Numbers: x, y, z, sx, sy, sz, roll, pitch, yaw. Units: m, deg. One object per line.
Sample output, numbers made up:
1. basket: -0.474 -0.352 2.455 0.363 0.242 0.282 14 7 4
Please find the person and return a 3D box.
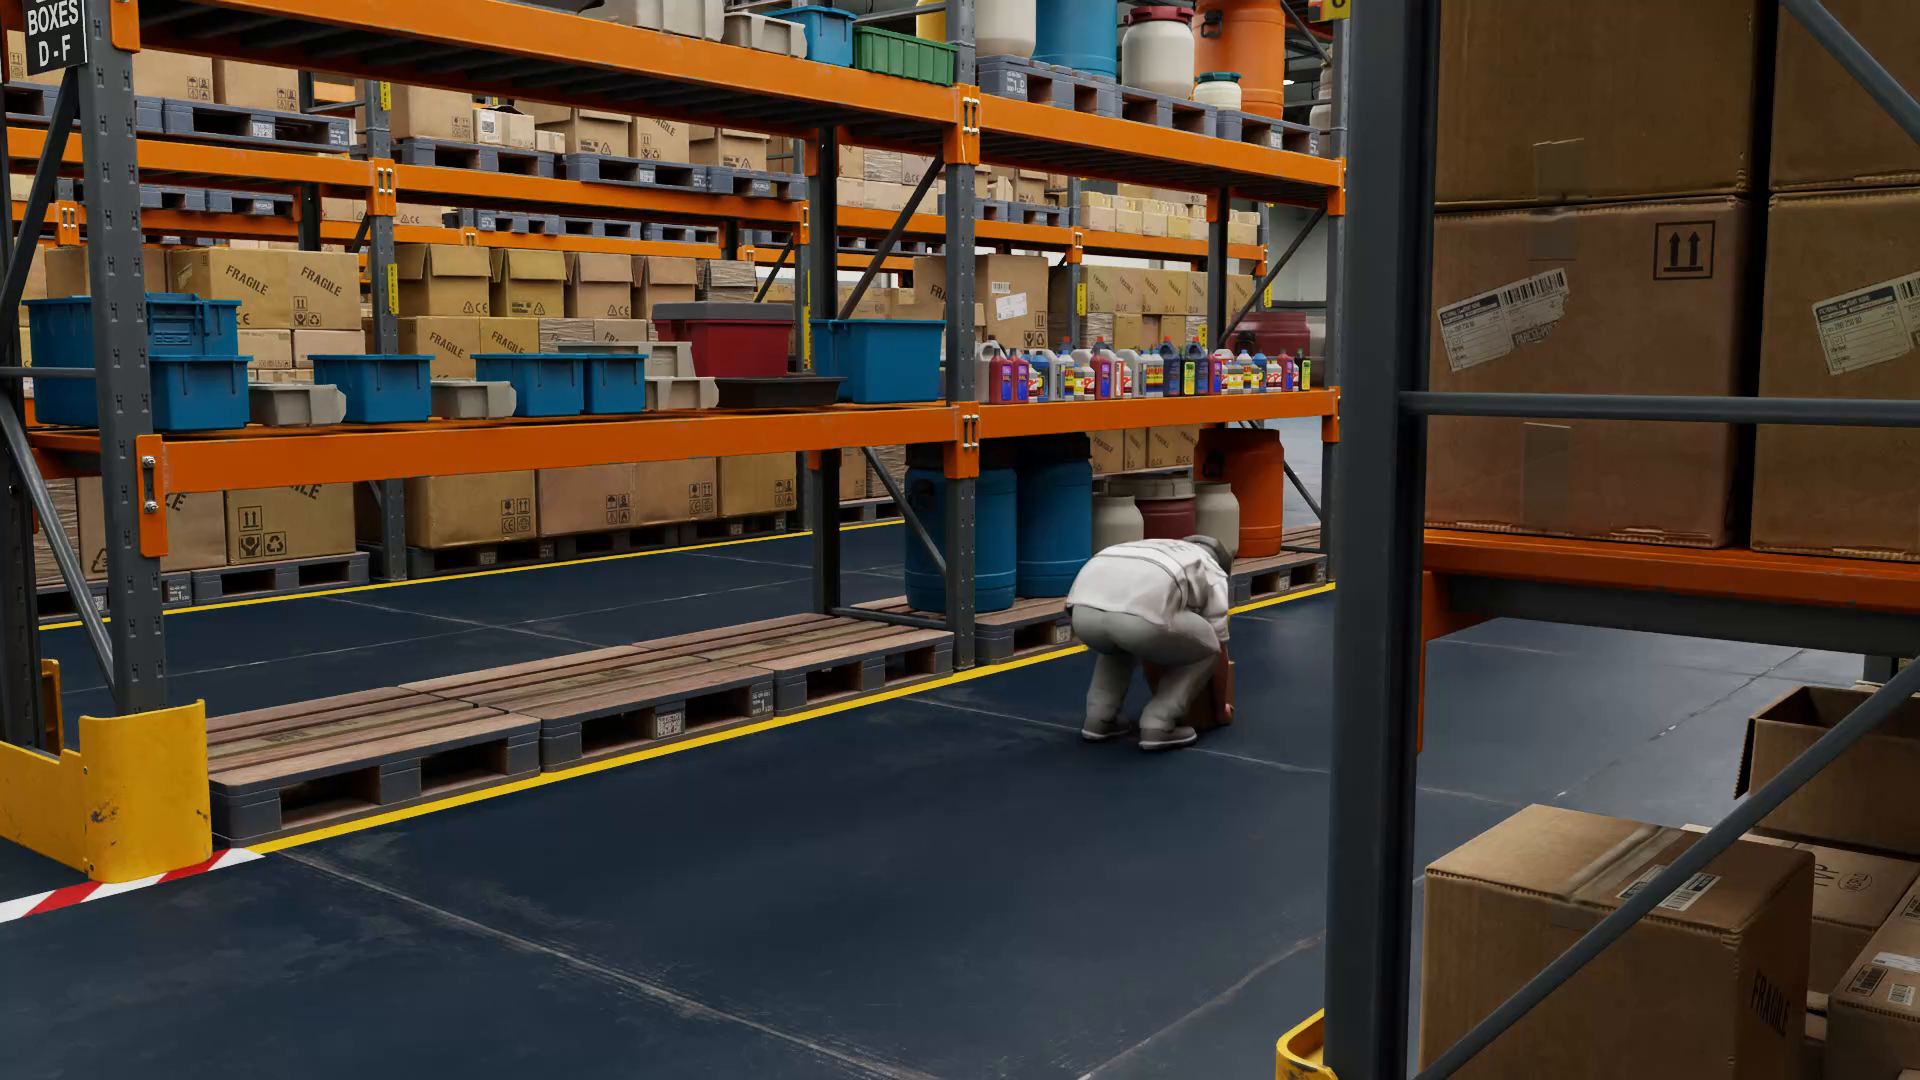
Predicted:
1. person: 0.827 0.409 6.857 0.531 0.829 1.029 5 8 37
